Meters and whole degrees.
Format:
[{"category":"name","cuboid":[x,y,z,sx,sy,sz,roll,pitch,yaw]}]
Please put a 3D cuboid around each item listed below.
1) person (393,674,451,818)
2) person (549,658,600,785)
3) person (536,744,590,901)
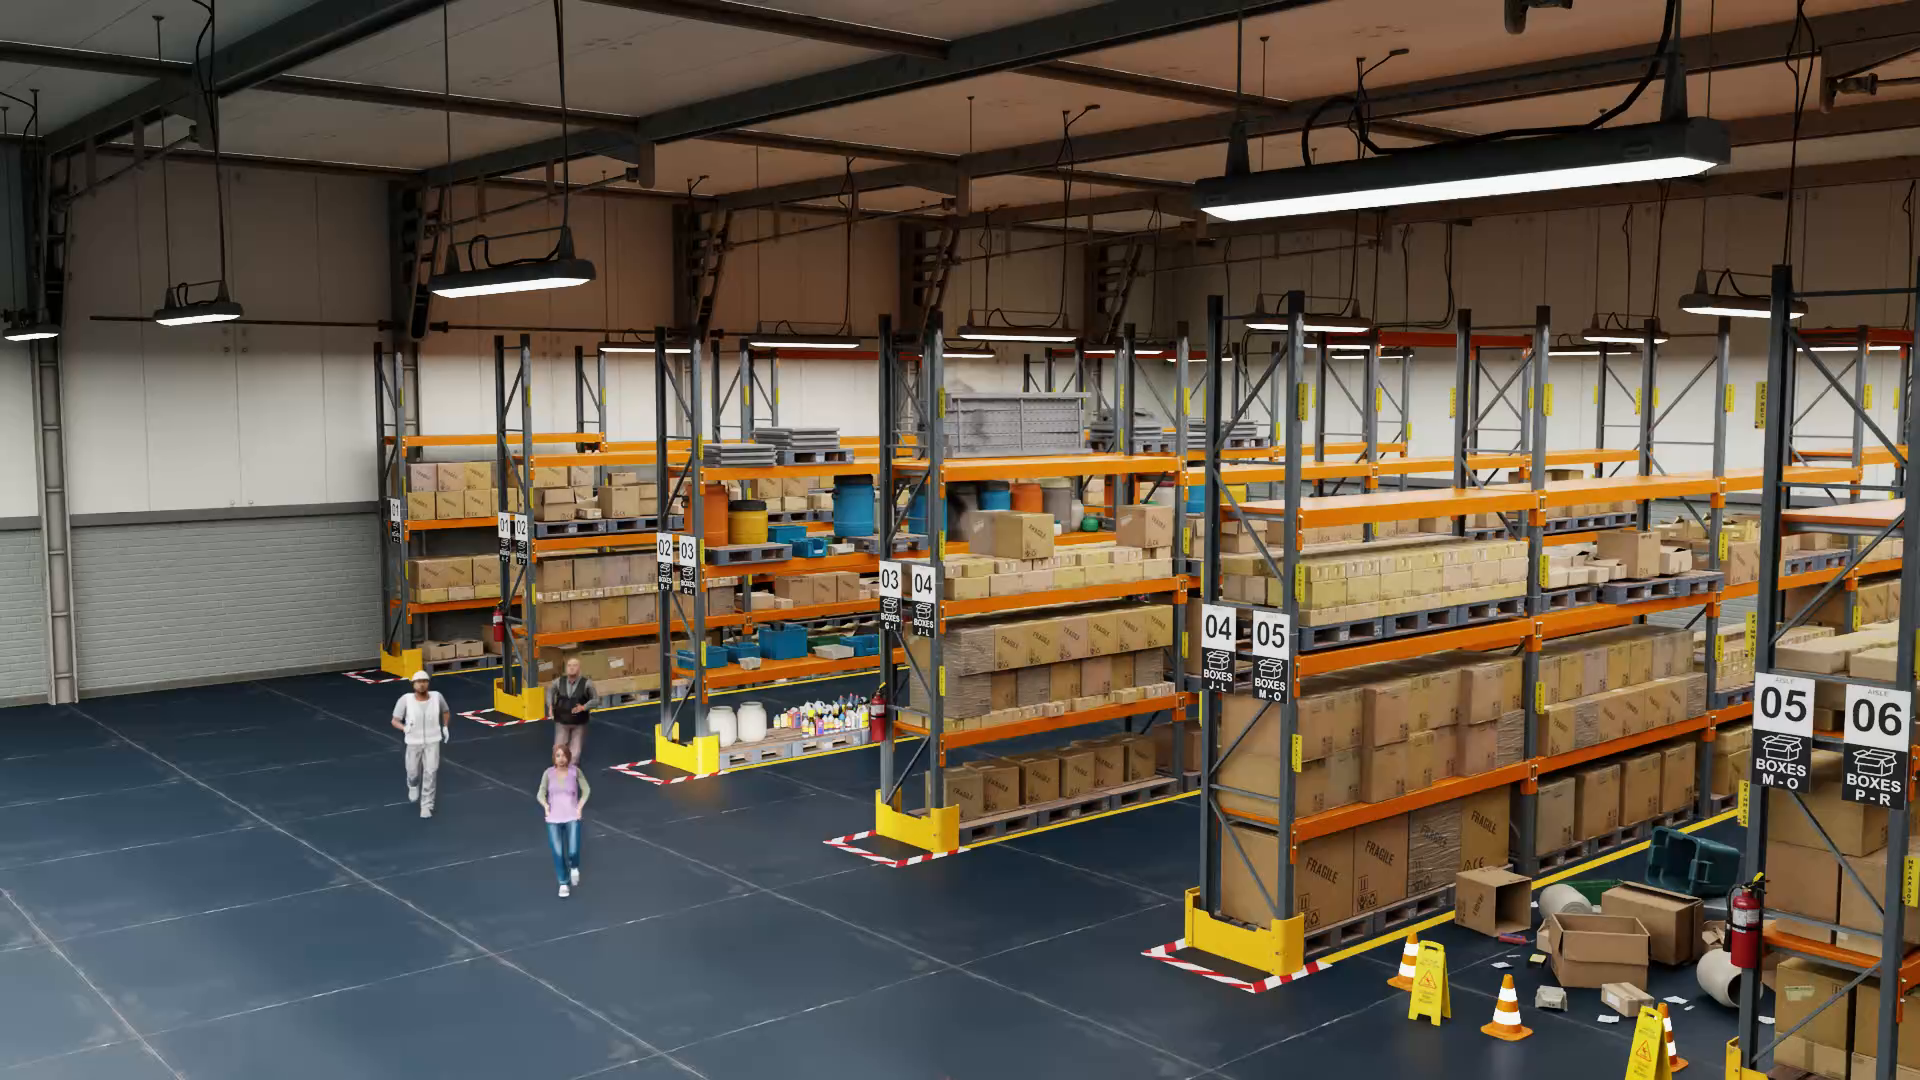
[{"category":"person","cuboid":[-6.464,2.473,20.043,0.667,1.734,0.589,-2,6,-24]},{"category":"person","cuboid":[-4.912,2.381,21.202,0.671,1.784,0.732,-1,5,-6]},{"category":"person","cuboid":[-3.997,2.850,16.743,0.516,1.594,0.614,-1,5,-9]}]
